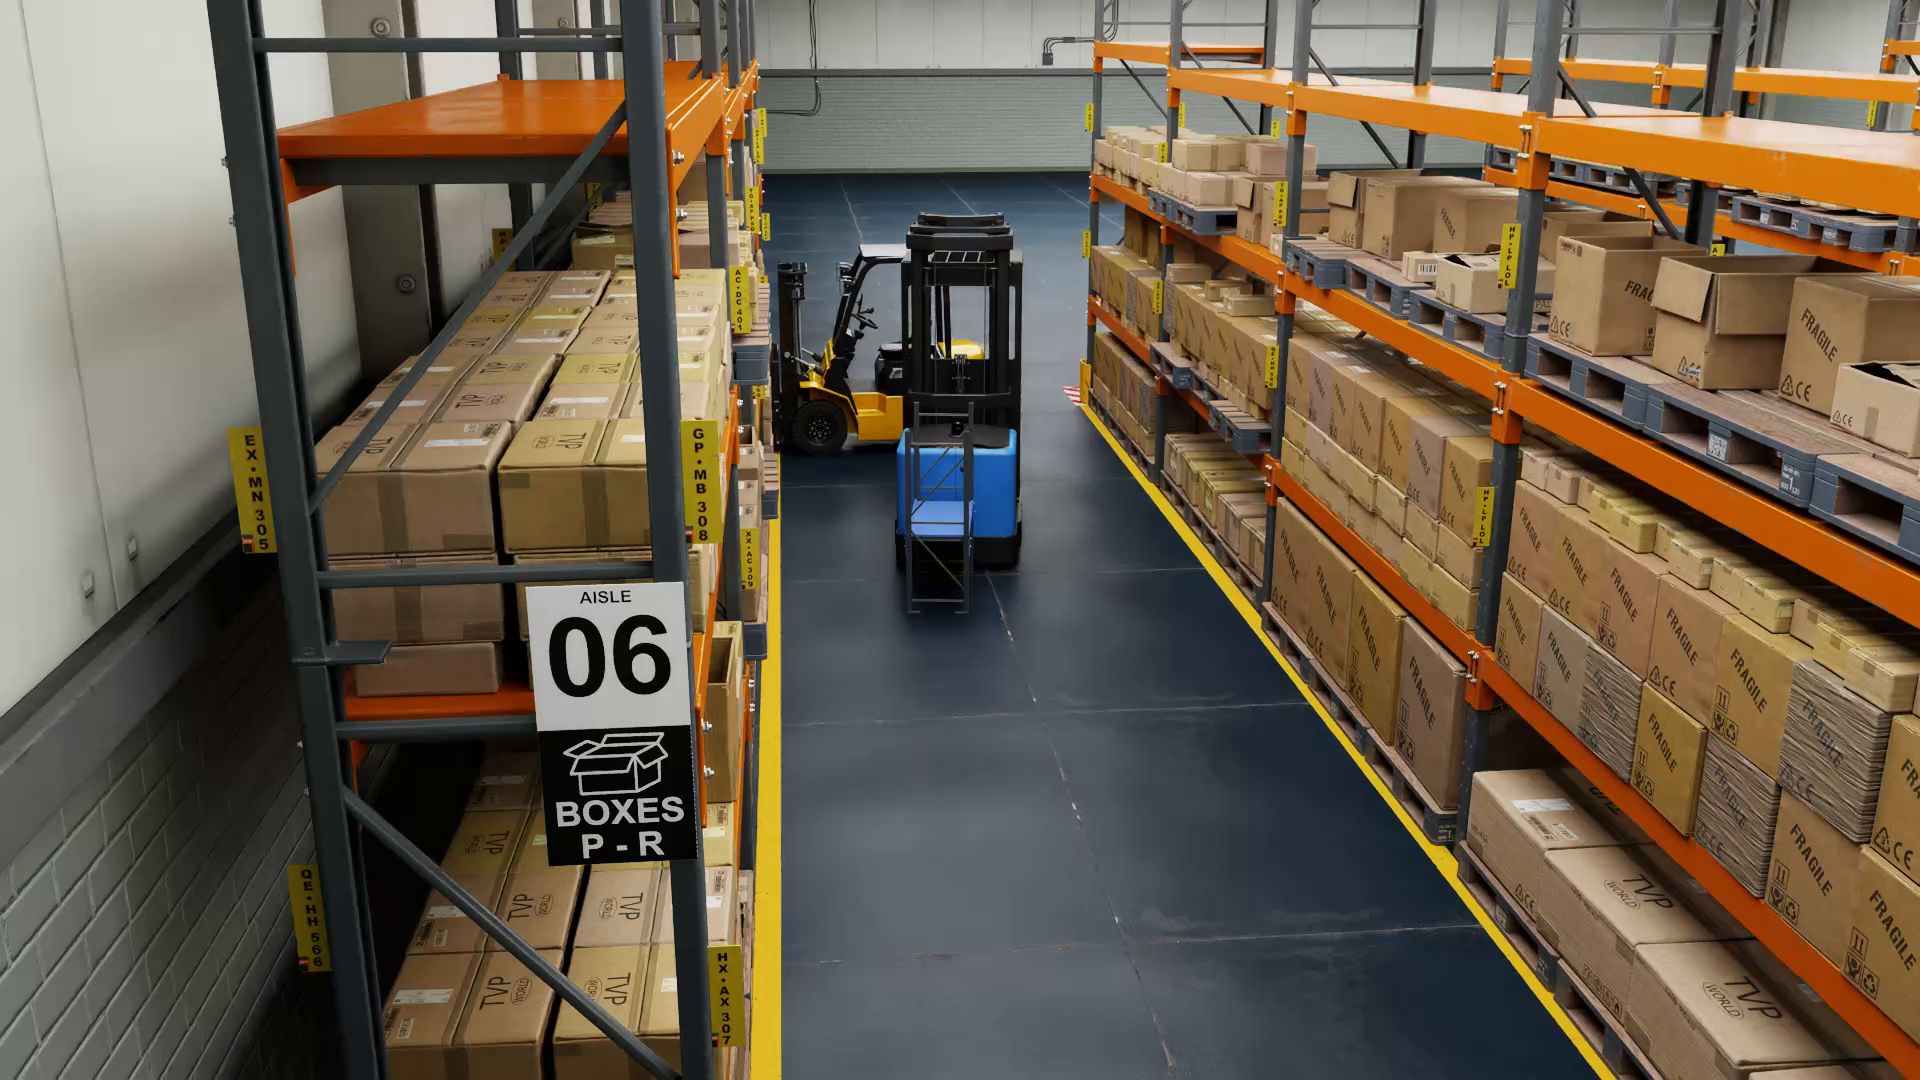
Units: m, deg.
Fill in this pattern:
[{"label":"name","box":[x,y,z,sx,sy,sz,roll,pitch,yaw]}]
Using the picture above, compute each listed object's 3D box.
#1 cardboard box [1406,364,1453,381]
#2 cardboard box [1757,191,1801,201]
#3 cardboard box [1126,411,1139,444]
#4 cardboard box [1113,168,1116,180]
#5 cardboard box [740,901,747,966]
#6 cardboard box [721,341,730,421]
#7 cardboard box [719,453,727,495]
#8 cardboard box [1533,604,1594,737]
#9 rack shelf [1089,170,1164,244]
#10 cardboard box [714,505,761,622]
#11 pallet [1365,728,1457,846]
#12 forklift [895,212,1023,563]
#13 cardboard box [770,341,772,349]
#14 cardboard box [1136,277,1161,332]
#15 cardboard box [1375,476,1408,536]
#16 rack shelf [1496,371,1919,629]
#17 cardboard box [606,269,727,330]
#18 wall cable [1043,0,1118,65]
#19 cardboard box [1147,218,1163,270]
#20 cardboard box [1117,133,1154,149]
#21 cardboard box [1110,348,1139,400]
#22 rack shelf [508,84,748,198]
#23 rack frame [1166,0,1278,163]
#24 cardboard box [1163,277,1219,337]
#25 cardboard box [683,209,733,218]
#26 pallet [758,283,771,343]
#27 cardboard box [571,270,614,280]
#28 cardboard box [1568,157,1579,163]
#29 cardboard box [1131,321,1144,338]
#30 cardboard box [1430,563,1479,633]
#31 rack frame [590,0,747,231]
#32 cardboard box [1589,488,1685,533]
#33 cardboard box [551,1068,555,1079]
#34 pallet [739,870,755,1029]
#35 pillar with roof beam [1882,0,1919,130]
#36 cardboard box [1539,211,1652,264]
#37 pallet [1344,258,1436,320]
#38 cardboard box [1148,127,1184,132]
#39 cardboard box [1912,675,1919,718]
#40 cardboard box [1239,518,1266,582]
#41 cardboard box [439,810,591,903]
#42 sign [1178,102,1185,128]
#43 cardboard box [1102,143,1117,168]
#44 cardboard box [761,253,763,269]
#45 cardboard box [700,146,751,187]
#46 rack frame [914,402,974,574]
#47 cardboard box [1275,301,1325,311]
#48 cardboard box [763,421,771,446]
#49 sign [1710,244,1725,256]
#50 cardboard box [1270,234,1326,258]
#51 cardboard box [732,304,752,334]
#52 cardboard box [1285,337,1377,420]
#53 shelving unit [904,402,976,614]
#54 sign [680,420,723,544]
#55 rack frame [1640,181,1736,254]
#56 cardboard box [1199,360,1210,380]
[{"label":"cardboard box","box":[3.329,-0.897,11.264,0.500,0.500,0.500,-2,18,-6]},{"label":"cardboard box","box":[7.365,-3.238,14.515,0.500,0.500,0.500,-2,18,-6]},{"label":"cardboard box","box":[2.104,-1.226,18.036,0.500,0.250,0.500,-2,18,-7]},{"label":"cardboard box","box":[1.955,-4.177,18.957,0.380,0.149,0.250,-2,18,-6]},{"label":"cardboard box","box":[-1.228,1.894,8.072,0.396,0.266,0.258,-1,17,-4]},{"label":"cardboard box","box":[-1.251,-0.684,7.167,0.500,0.250,0.500,-2,18,-8]},{"label":"cardboard box","box":[-1.095,-0.229,6.382,0.380,0.149,0.250,-1,17,-5]},{"label":"cardboard box","box":[3.158,0.623,8.092,0.500,0.500,0.500,-2,18,-5]},{"label":"rack shelf","box":[2.291,-3.695,18.204,1.077,0.370,4.000,-2,18,-6]},{"label":"cardboard box","box":[-1.442,0.128,8.967,0.700,0.500,0.500,-1,17,-4]},{"label":"pallet","box":[3.168,1.475,10.198,1.003,0.211,1.213,-2,18,-6]},{"label":"forklift","box":[0.027,-1.585,15.405,1.130,2.935,3.031,1,17,2]},{"label":"cardboard box","box":[-2.436,-2.134,19.260,0.500,0.250,0.500,-1,17,-5]},{"label":"cardboard box","box":[2.144,-2.478,17.473,0.500,0.500,0.500,-1,17,-4]},{"label":"cardboard box","box":[2.917,-0.221,10.362,0.500,0.250,0.500,-1,17,-4]},{"label":"rack shelf","box":[3.529,-0.120,6.816,1.077,0.370,4.000,-2,18,-6]},{"label":"cardboard box","box":[-1.323,-1.070,7.562,0.500,0.250,0.500,-2,18,-5]},{"label":"wall cable","box":[3.685,-17.443,50.109,2.305,6.003,0.169,-2,18,-6]},{"label":"cardboard box","box":[2.468,-3.271,18.329,0.700,0.500,0.500,-2,18,-6]},{"label":"cardboard box","box":[1.943,-4.403,18.347,0.380,0.149,0.250,-1,17,-4]},{"label":"cardboard box","box":[1.998,-1.888,18.892,0.500,0.500,0.500,-1,17,-5]},{"label":"rack shelf","box":[-1.821,-2.397,9.731,1.077,0.370,4.000,-2,18,-6]},{"label":"rack frame","box":[2.497,-4.873,15.749,1.000,3.000,0.127,-2,18,-6]},{"label":"cardboard box","box":[2.260,-2.252,16.052,0.500,0.500,0.500,-1,17,-4]},{"label":"cardboard box","box":[-1.697,-2.104,11.024,0.380,0.149,0.250,-2,18,-7]},{"label":"pallet","box":[-1.722,-1.320,9.752,1.213,0.211,1.003,-2,18,-6]},{"label":"cardboard box","box":[-1.761,-1.260,8.303,0.380,0.149,0.250,-2,18,-6]},{"label":"cardboard box","box":[6.922,-4.231,18.264,0.380,0.149,0.250,-2,18,-6]},{"label":"cardboard box","box":[2.053,-2.280,17.924,0.380,0.149,0.250,-2,18,-6]},{"label":"cardboard box","box":[3.025,0.318,9.479,0.500,0.250,0.500,-2,18,-7]},{"label":"rack frame","box":[-2.027,-3.527,11.461,1.000,3.000,0.127,-2,18,-6]},{"label":"cardboard box","box":[3.172,-0.133,7.747,0.380,0.149,0.250,-2,18,-6]},{"label":"cardboard box","box":[-1.468,1.671,5.340,0.380,0.149,0.250,-1,17,-4]},{"label":"pallet","box":[-1.544,2.062,8.330,1.003,0.211,1.213,-2,18,-6]},{"label":"pillar with roof beam","box":[20.898,-13.666,43.756,9.100,9.000,0.400,-2,18,-6]},{"label":"cardboard box","box":[3.520,-1.578,9.393,0.500,0.500,0.500,-2,18,-7]},{"label":"pallet","box":[3.147,-1.637,10.764,1.003,0.211,1.213,-1,17,-3]},{"label":"cardboard box","box":[2.402,-4.725,19.372,0.380,0.149,0.250,-1,17,-5]},{"label":"cardboard box","box":[3.449,0.554,5.557,0.380,0.149,0.250,-1,17,-5]},{"label":"cardboard box","box":[2.862,0.066,13.719,0.950,0.372,0.625,-3,18,-9]},{"label":"cardboard box","box":[-1.612,1.218,6.116,0.500,0.250,0.500,-1,17,-4]},{"label":"sign","box":[2.639,-5.067,19.897,0.100,0.325,0.005,-2,18,-6]},{"label":"cardboard box","box":[1.914,-4.396,18.990,0.500,0.250,0.500,-2,18,-6]},{"label":"cardboard box","box":[-2.482,-3.236,19.298,0.380,0.149,0.250,-1,17,-5]},{"label":"cardboard box","box":[-1.964,-2.918,13.495,0.500,0.500,0.500,-1,17,-4]},{"label":"rack frame","box":[-0.136,-0.434,14.130,0.500,1.500,0.032,1,17,2]},{"label":"cardboard box","box":[2.928,-1.813,14.652,0.500,0.500,0.500,-2,18,-8]},{"label":"cardboard box","box":[-2.182,-1.137,16.919,0.500,0.250,0.500,-2,18,-6]},{"label":"sign","box":[3.874,-1.361,8.573,0.100,0.325,0.005,-2,18,-6]},{"label":"cardboard box","box":[2.635,-2.292,12.953,0.380,0.149,0.250,-2,18,-6]},{"label":"cardboard box","box":[-1.250,-1.134,8.397,0.380,0.149,0.250,-2,17,-5]},{"label":"cardboard box","box":[2.718,-1.189,12.195,0.500,0.500,0.500,-2,18,-7]},{"label":"shelving unit","box":[-0.157,-0.282,13.645,0.538,1.500,1.048,1,17,2]},{"label":"sign","box":[-0.662,-0.146,4.241,0.100,0.325,0.005,-2,18,-6]},{"label":"rack frame","box":[7.411,-2.194,17.231,1.000,3.000,0.127,-2,18,-6]},{"label":"cardboard box","box":[2.347,-1.528,14.827,0.380,0.149,0.250,-1,17,-4]}]
